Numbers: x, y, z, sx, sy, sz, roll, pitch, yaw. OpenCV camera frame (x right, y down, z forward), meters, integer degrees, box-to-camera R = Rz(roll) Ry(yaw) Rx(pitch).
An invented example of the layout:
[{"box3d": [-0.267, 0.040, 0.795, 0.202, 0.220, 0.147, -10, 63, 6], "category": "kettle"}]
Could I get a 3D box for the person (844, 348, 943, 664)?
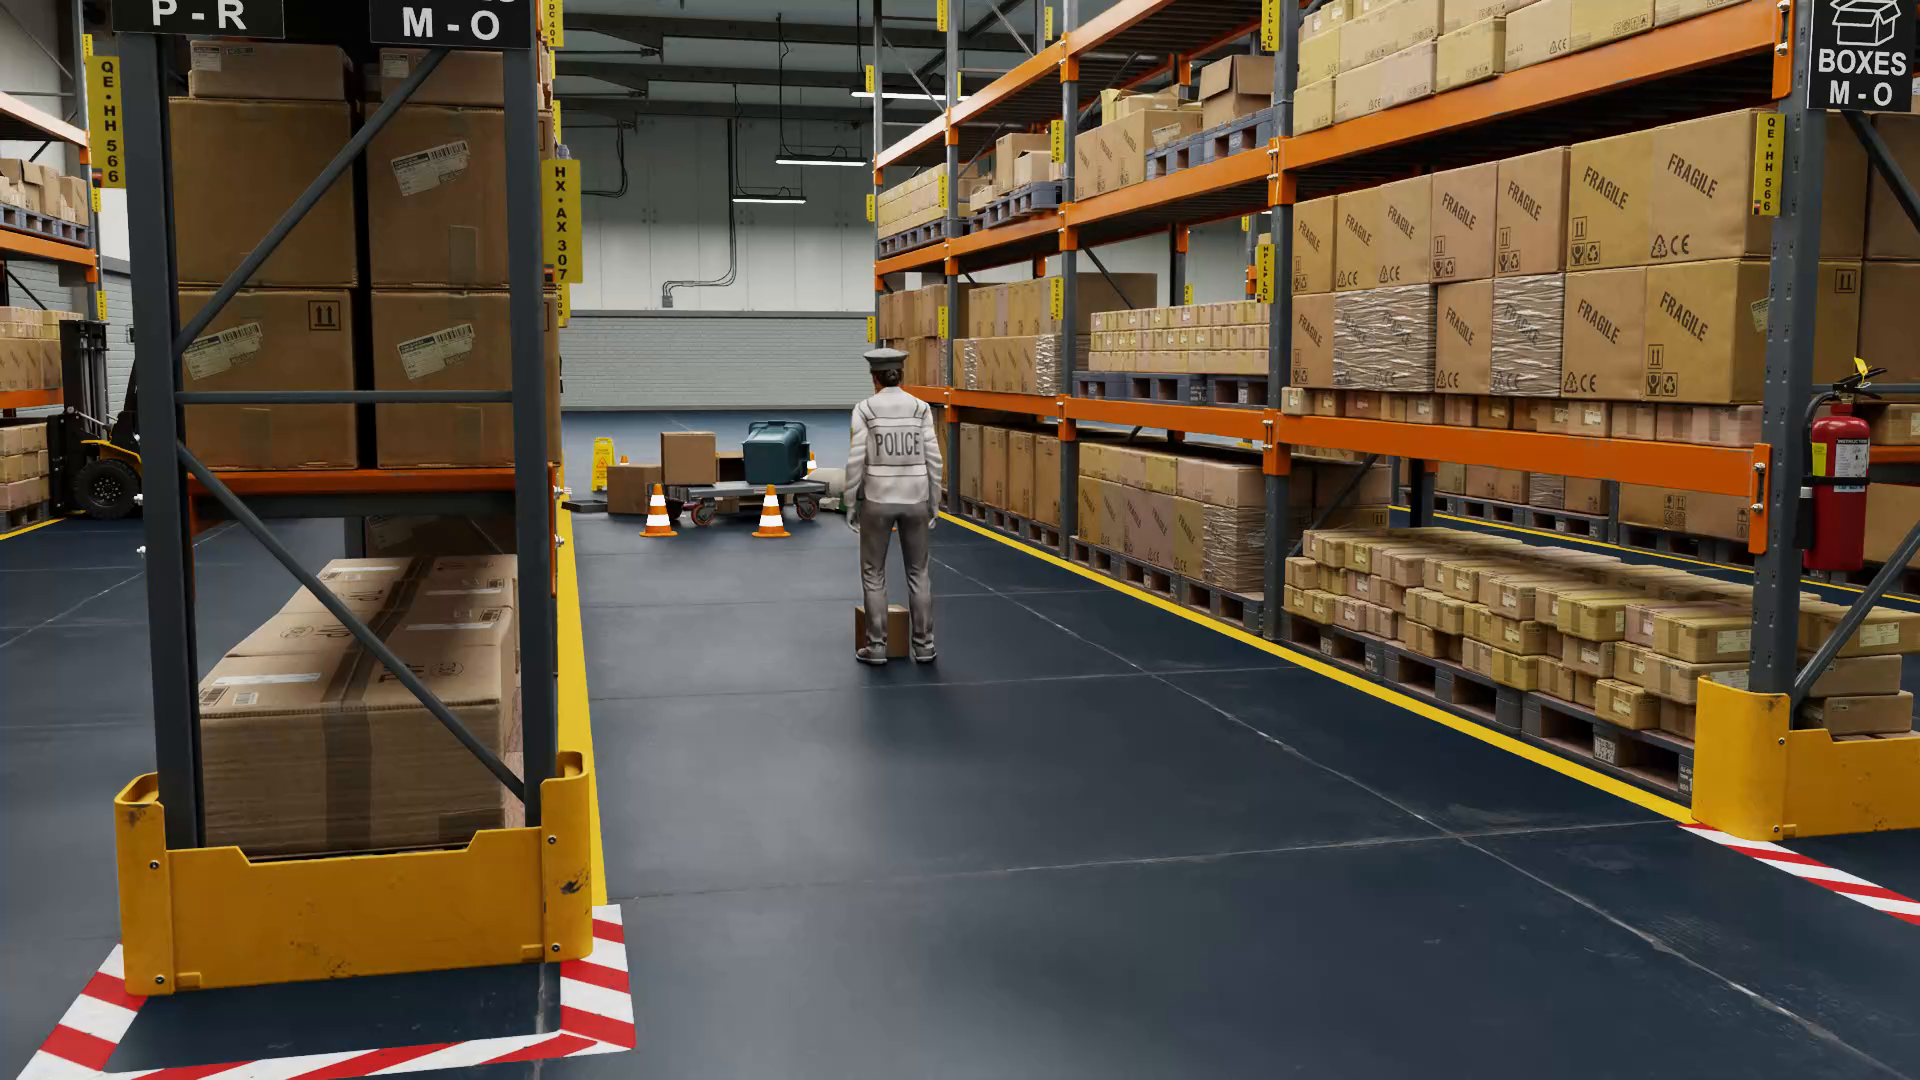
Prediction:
[{"box3d": [-0.354, -0.177, 8.786, 0.526, 1.663, 0.373, -2, 6, -15], "category": "person"}]
